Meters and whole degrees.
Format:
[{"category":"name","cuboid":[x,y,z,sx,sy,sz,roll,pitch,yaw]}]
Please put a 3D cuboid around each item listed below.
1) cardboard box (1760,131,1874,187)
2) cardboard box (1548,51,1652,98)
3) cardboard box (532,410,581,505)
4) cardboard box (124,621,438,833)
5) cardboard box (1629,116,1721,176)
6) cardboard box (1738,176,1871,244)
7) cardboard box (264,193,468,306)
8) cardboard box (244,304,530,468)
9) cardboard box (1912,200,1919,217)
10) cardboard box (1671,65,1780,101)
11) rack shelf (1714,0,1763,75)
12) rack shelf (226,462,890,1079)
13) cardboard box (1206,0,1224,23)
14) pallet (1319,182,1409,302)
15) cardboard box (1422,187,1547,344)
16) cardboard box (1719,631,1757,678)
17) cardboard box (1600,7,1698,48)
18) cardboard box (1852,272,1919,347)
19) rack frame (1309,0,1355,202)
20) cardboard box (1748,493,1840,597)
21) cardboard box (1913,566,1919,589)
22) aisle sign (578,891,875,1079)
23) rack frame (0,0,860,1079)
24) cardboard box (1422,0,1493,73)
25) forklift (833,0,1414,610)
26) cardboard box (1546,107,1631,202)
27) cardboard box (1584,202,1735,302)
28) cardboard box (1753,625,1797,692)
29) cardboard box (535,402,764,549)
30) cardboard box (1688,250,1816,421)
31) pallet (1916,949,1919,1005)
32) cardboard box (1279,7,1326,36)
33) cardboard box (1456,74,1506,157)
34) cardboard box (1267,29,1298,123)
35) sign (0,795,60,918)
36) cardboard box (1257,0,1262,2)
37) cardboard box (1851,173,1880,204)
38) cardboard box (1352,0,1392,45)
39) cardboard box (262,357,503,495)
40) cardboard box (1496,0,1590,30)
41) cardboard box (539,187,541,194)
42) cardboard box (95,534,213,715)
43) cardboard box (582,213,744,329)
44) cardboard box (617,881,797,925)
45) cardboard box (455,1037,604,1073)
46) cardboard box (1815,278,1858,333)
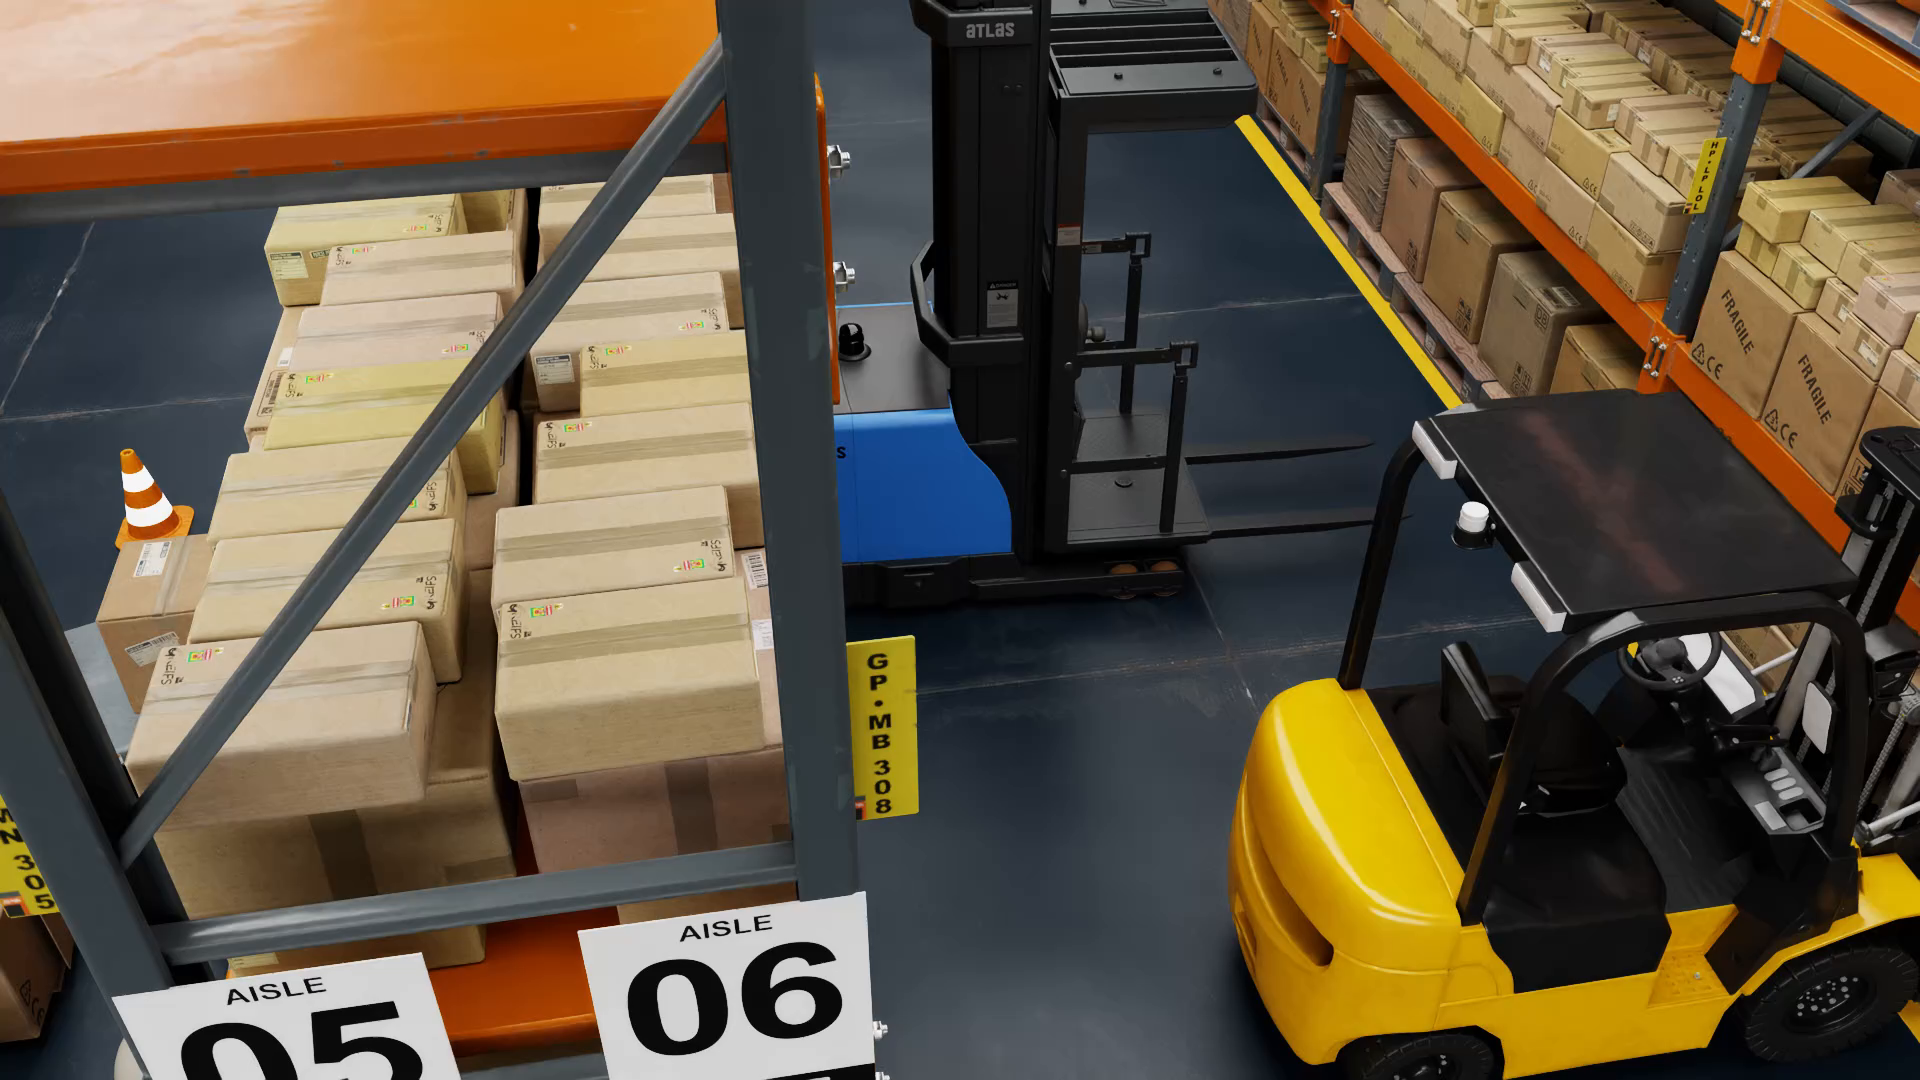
[{"category":"cardboard box","cuboid":[3.693,-1.638,7.203,0.380,0.149,0.250,-7,38,-9]},{"category":"cardboard box","cuboid":[3.050,-2.202,7.930,0.380,0.149,0.250,-7,38,-9]},{"category":"cardboard box","cuboid":[-0.546,-0.036,3.185,0.500,0.250,0.500,-7,38,-9]},{"category":"cardboard box","cuboid":[-0.991,0.272,2.465,0.380,0.149,0.250,-6,38,-8]},{"category":"cardboard box","cuboid":[3.202,-1.739,7.334,0.380,0.149,0.250,-7,38,-9]},{"category":"cardboard box","cuboid":[3.307,-1.296,6.520,0.380,0.149,0.250,-5,38,-7]},{"category":"cardboard box","cuboid":[-1.293,-0.651,3.652,0.380,0.149,0.250,-5,38,-7]},{"category":"cardboard box","cuboid":[-1.179,-0.295,3.519,0.500,0.250,0.500,-5,38,-7]},{"category":"cardboard box","cuboid":[3.900,-1.204,6.402,0.380,0.149,0.250,-7,38,-9]},{"category":"cardboard box","cuboid":[3.590,-2.109,7.809,0.380,0.149,0.250,-7,38,-8]},{"category":"rack shelf","cuboid":[3.193,-3.216,7.986,1.077,0.370,4.000,-6,38,-8]},{"category":"rack shelf","cuboid":[-0.992,-0.264,4.186,1.077,0.370,4.000,-6,38,-8]},{"category":"cardboard box","cuboid":[2.191,-4.179,12.780,0.500,0.500,0.500,-7,38,-9]},{"category":"pallet","cuboid":[2.948,-1.921,10.450,1.003,0.211,1.213,-6,38,-8]},{"category":"cardboard box","cuboid":[3.179,-1.573,9.323,0.875,0.625,0.625,-8,39,-10]},{"category":"cardboard box","cuboid":[3.407,0.446,7.030,0.500,0.250,0.500,-7,38,-9]},{"category":"cardboard box","cuboid":[3.472,-2.564,8.395,0.380,0.149,0.250,-6,38,-8]},{"category":"cardboard box","cuboid":[3.440,-0.828,5.918,0.380,0.149,0.250,-5,38,-7]},{"category":"rack frame","cuboid":[2.842,-3.523,10.240,1.000,3.000,0.127,-6,38,-8]},{"category":"cardboard box","cuboid":[3.399,0.054,6.720,0.500,0.250,0.500,-6,38,-8]},{"category":"cardboard box","cuboid":[3.629,0.074,5.528,0.500,0.500,0.500,-6,38,-8]},{"category":"aisle sign","cuboid":[-0.325,0.822,2.527,0.394,0.787,0.004,-6,38,-8]},{"category":"rack frame","cuboid":[-0.641,-0.524,1.490,1.000,3.000,0.127,-6,38,-8]},{"category":"cardboard box","cuboid":[2.840,-2.747,8.955,0.500,0.250,0.500,-7,38,-9]},{"category":"forklift","cuboid":[0.626,-1.200,7.306,3.031,2.935,1.130,-4,38,-5]},{"category":"cardboard box","cuboid":[3.108,-1.825,7.768,0.500,0.250,0.500,-7,38,-9]},{"category":"cardboard box","cuboid":[3.198,-1.324,7.532,0.500,0.250,0.500,-5,38,-7]},{"category":"cardboard box","cuboid":[3.491,0.550,6.489,0.500,0.250,0.500,-7,38,-8]},{"category":"cardboard box","cuboid":[-0.546,-0.100,2.944,0.380,0.149,0.250,-6,38,-8]},{"category":"cardboard box","cuboid":[3.364,-0.851,6.718,0.500,0.500,0.500,-7,38,-9]},{"category":"pallet","cuboid":[3.859,1.217,6.411,1.003,0.211,1.213,-6,38,-8]},{"category":"cardboard box","cuboid":[2.425,-3.555,11.447,0.380,0.149,0.250,-7,38,-9]},{"category":"cardboard box","cuboid":[2.949,-2.242,8.713,0.500,0.250,0.500,-5,38,-6]},{"category":"cardboard box","cuboid":[2.479,-3.238,11.568,0.500,0.500,0.500,-7,38,-9]},{"category":"sign","cuboid":[-1.191,0.358,2.077,0.100,0.325,0.005,-6,38,-8]},{"category":"cardboard box","cuboid":[2.301,-4.033,12.063,0.380,0.149,0.250,-8,39,-10]},{"category":"cardboard box","cuboid":[3.707,-1.580,7.453,0.500,0.250,0.500,-7,38,-9]},{"category":"cardboard box","cuboid":[2.679,-3.170,9.907,0.500,0.250,0.500,-6,38,-8]},{"category":"cardboard box","cuboid":[-1.055,-0.199,3.071,0.380,0.149,0.250,-6,38,-8]},{"category":"cardboard box","cuboid":[2.986,-2.670,8.531,0.380,0.149,0.250,-6,38,-8]},{"category":"cardboard box","cuboid":[-0.835,-0.962,4.378,0.500,0.250,0.500,-7,38,-9]},{"category":"cardboard box","cuboid":[-3.090,0.326,6.705,0.500,0.500,0.500,-6,38,-8]},{"category":"cardboard box","cuboid":[-0.619,-0.566,3.543,0.380,0.149,0.250,-5,38,-7]},{"category":"cardboard box","cuboid":[-0.380,0.524,2.790,0.380,0.149,0.250,-6,38,-8]},{"category":"cardboard box","cuboid":[-0.946,1.008,3.269,0.700,0.500,0.500,-7,38,-9]},{"category":"cardboard box","cuboid":[3.461,-0.872,6.217,0.380,0.149,0.250,-6,38,-8]}]
